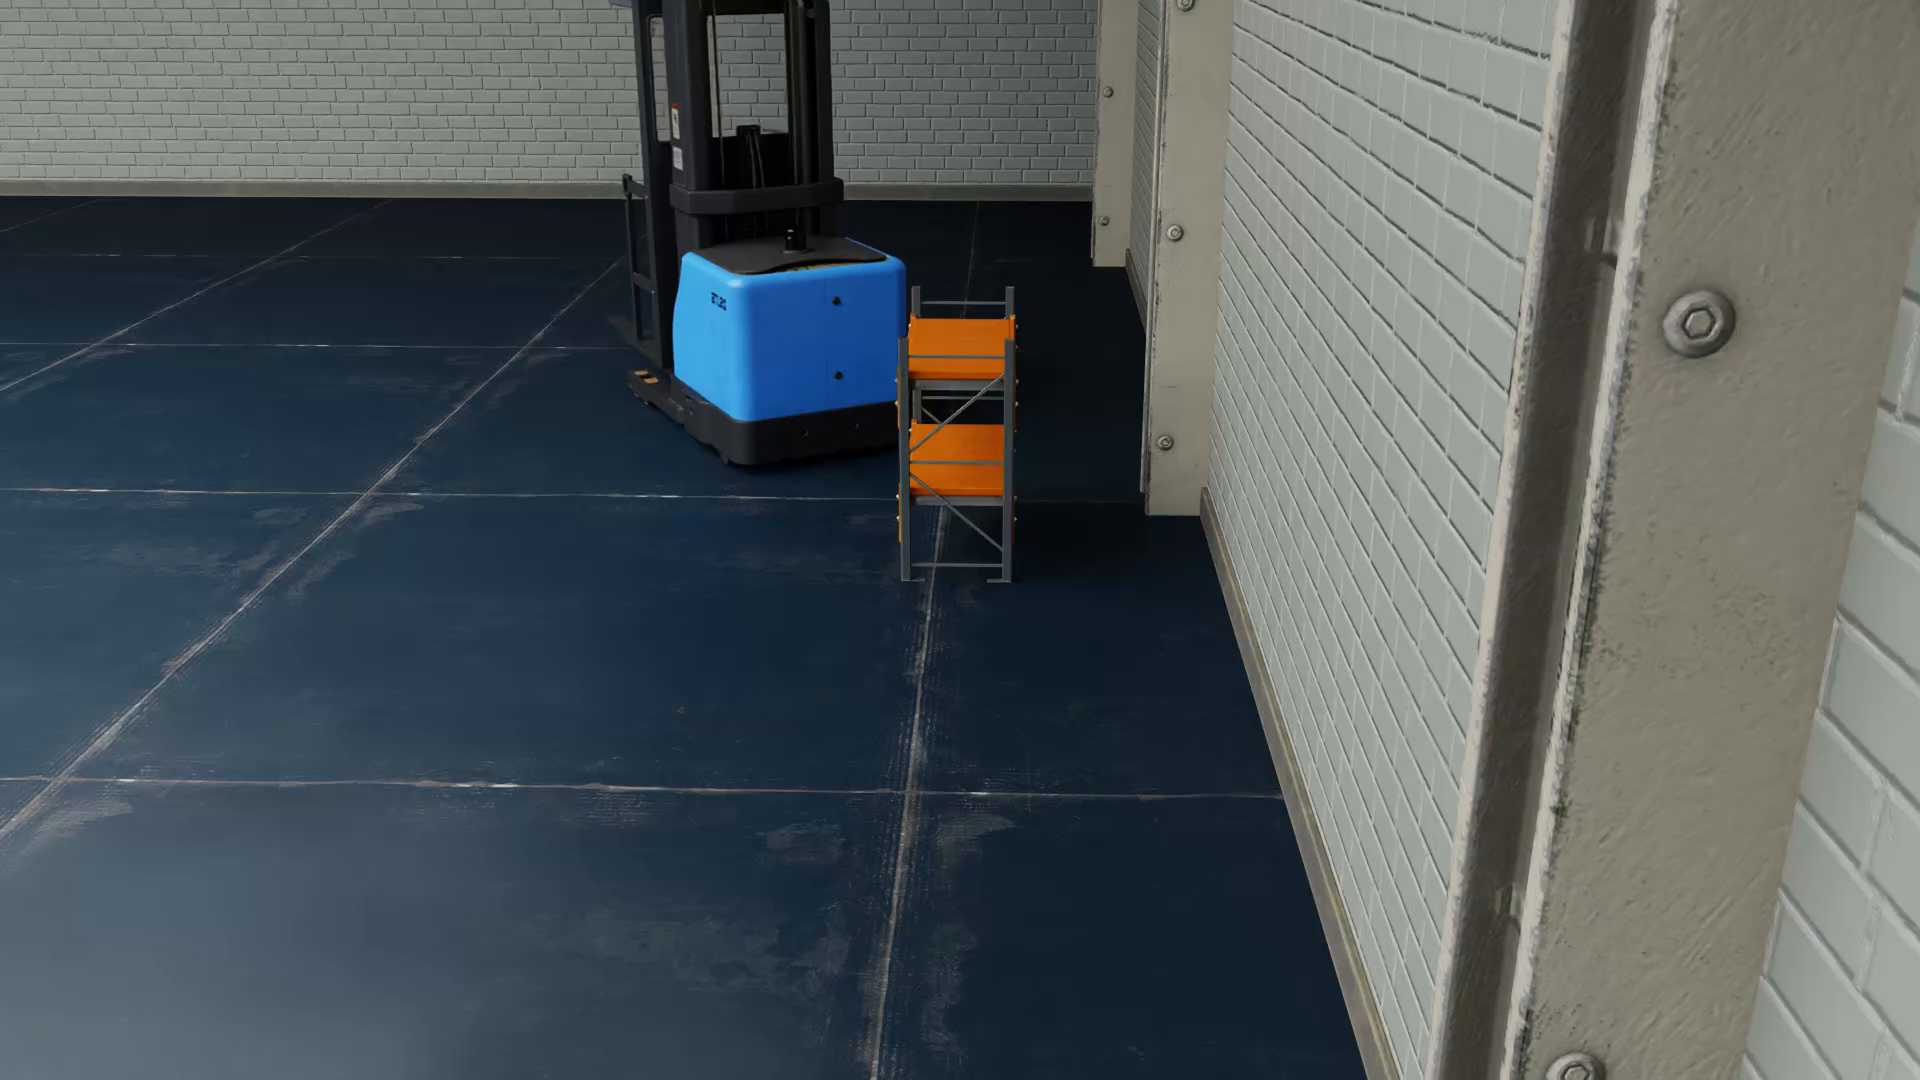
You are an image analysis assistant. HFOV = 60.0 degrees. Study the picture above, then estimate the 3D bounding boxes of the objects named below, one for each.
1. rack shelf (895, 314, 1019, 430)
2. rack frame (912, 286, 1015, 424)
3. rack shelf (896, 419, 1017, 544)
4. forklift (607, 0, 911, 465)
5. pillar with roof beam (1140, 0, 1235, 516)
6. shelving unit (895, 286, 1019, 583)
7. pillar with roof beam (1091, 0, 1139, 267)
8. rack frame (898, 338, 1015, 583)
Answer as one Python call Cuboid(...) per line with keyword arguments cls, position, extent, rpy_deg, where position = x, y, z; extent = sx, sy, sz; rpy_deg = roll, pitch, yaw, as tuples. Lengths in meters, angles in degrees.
Cuboid(cls="rack shelf", position=(0.000, -0.795, 7.713), extent=(0.538, 0.278, 1.000), rpy_deg=(1, 21, 2))
Cuboid(cls="rack frame", position=(0.015, -0.706, 8.293), extent=(0.500, 1.125, 0.032), rpy_deg=(1, 21, 2))
Cuboid(cls="rack shelf", position=(0.000, -0.294, 7.908), extent=(0.538, 0.278, 1.000), rpy_deg=(1, 21, 2))
Cuboid(cls="forklift", position=(-1.407, -2.257, 9.794), extent=(1.130, 2.935, 3.031), rpy_deg=(-11, 24, -26))
Cuboid(cls="pillar with roof beam", position=(-3.211, -4.438, 7.028), extent=(9.100, 9.000, 0.400), rpy_deg=(1, 21, 2))
Cuboid(cls="shelving unit", position=(0.000, -0.522, 7.819), extent=(0.538, 1.125, 1.048), rpy_deg=(1, 21, 2))
Cuboid(cls="pillar with roof beam", position=(-3.028, -6.608, 12.619), extent=(9.100, 9.000, 0.400), rpy_deg=(1, 21, 2))
Cuboid(cls="rack frame", position=(-0.016, -0.338, 7.345), extent=(0.500, 1.125, 0.032), rpy_deg=(1, 21, 2))
